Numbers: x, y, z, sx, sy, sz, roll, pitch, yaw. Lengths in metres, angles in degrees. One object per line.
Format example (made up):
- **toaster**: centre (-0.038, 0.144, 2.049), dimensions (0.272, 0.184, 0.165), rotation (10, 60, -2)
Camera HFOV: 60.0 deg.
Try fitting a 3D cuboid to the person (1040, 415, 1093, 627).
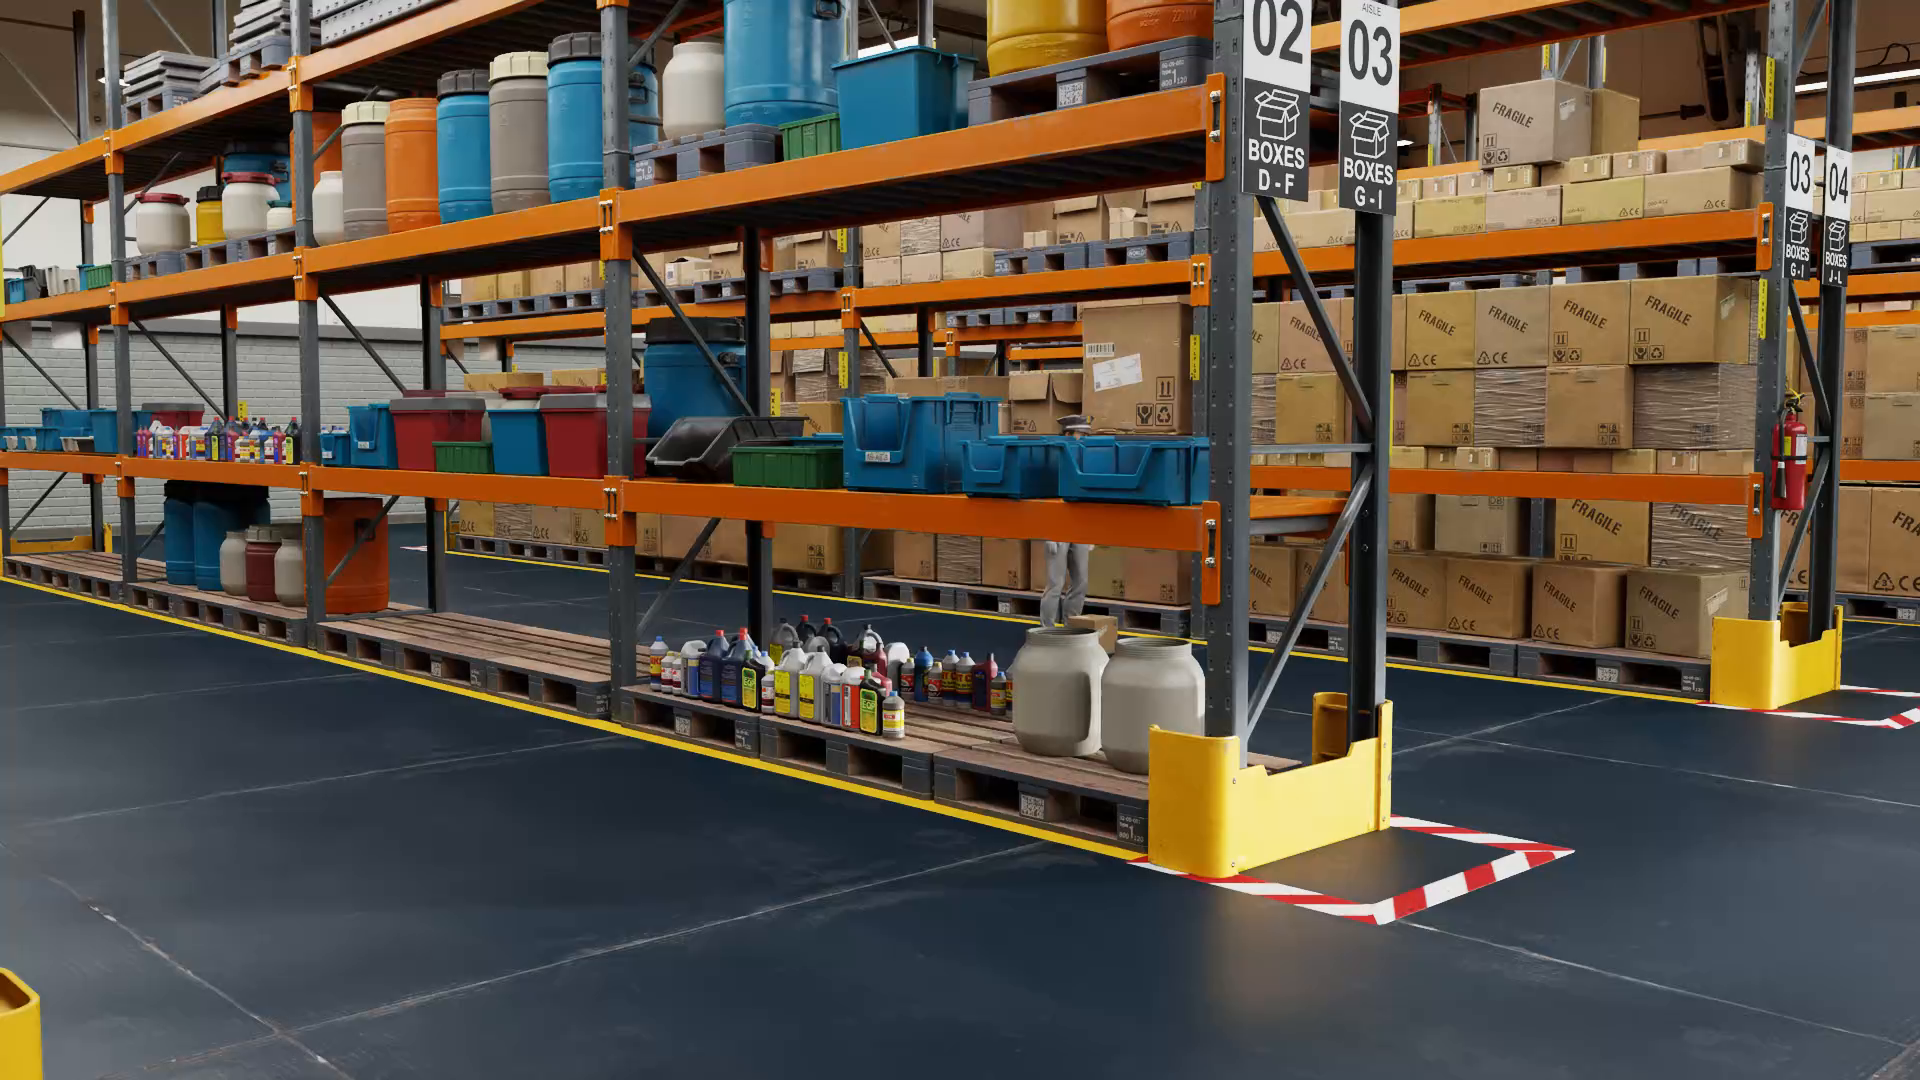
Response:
- **person**: centre (0.752, -0.052, 11.752), dimensions (0.529, 1.663, 0.374), rotation (-4, 6, -43)
